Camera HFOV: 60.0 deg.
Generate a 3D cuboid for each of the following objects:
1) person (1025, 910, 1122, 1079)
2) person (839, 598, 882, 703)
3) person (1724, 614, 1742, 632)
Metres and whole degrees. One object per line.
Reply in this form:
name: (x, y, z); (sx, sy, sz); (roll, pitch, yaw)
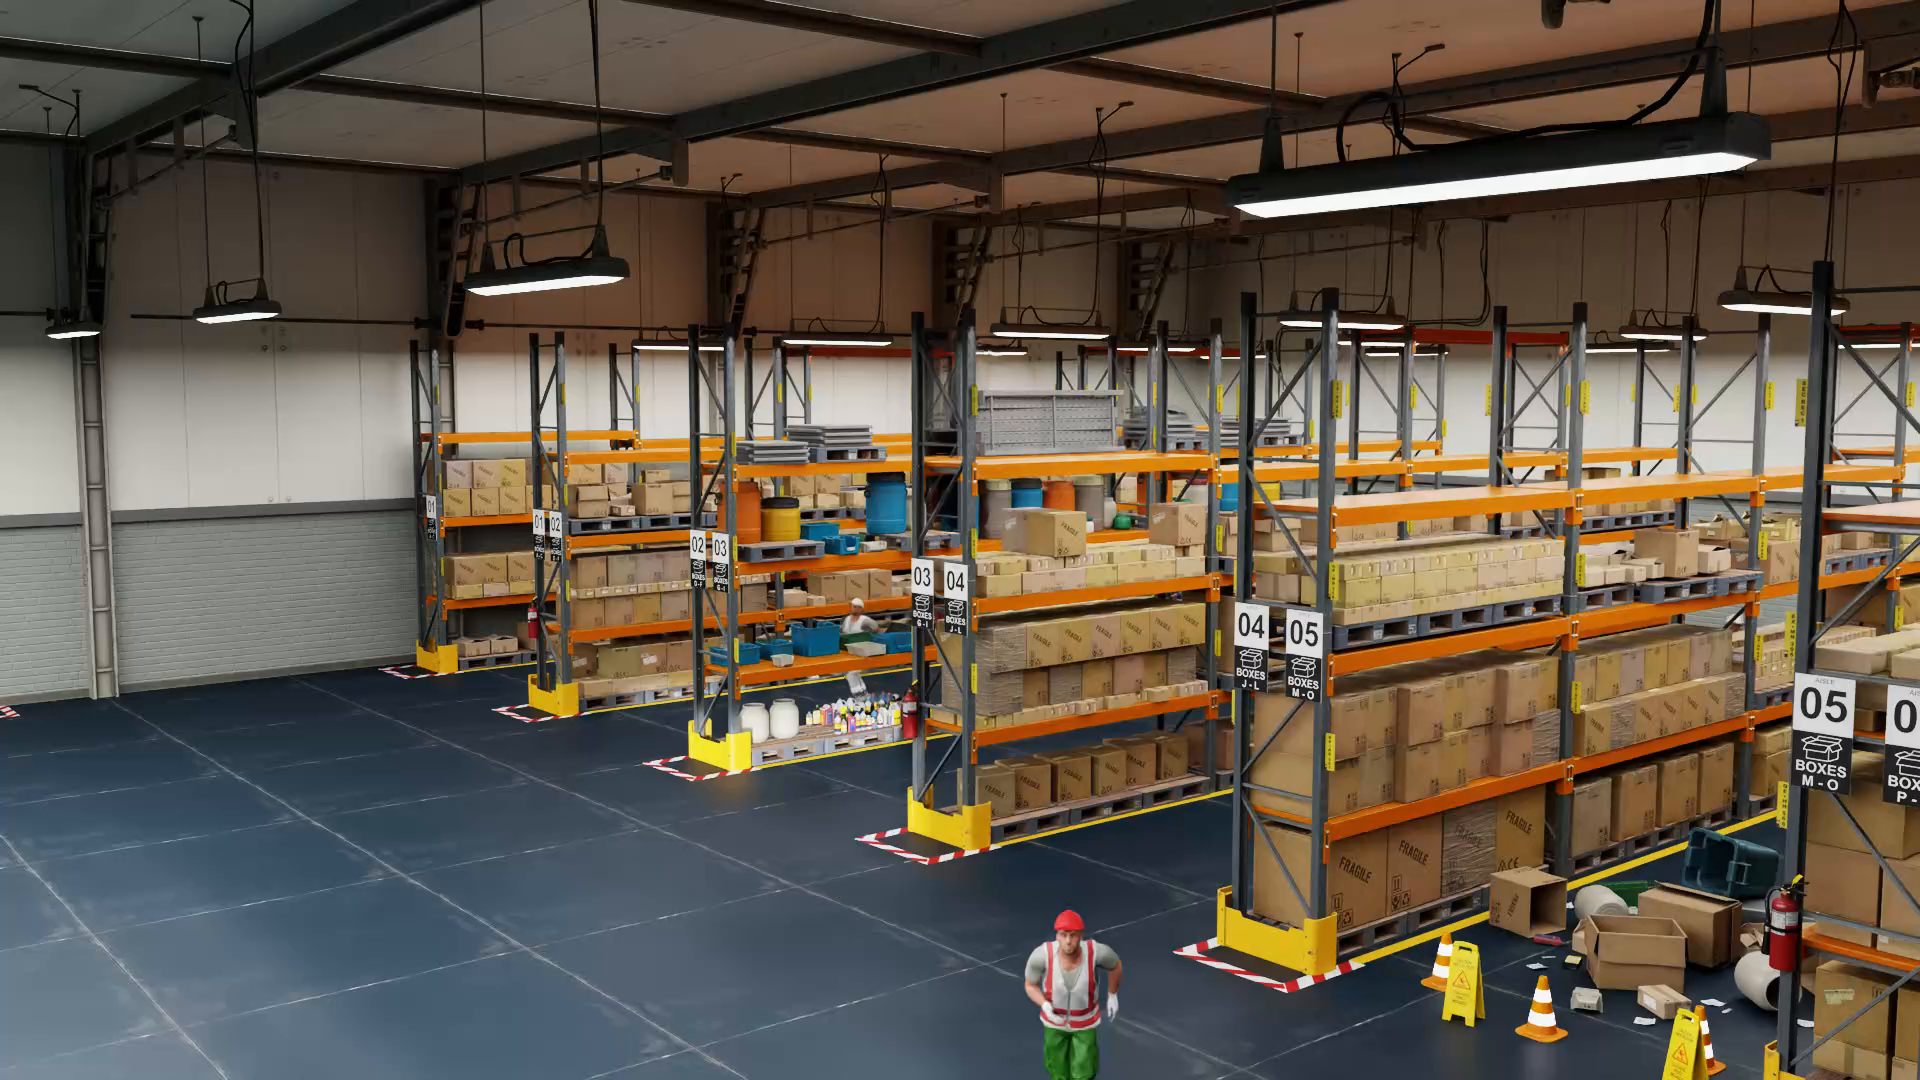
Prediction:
person: (0.755, 3.290, 11.198); (0.637, 1.719, 0.720); (1, 5, 9)
person: (-1.663, 1.833, 26.356); (0.632, 1.824, 0.705); (5, 7, 42)
person: (11.483, 1.990, 24.690); (0.889, 1.805, 0.610); (-4, 7, -40)
